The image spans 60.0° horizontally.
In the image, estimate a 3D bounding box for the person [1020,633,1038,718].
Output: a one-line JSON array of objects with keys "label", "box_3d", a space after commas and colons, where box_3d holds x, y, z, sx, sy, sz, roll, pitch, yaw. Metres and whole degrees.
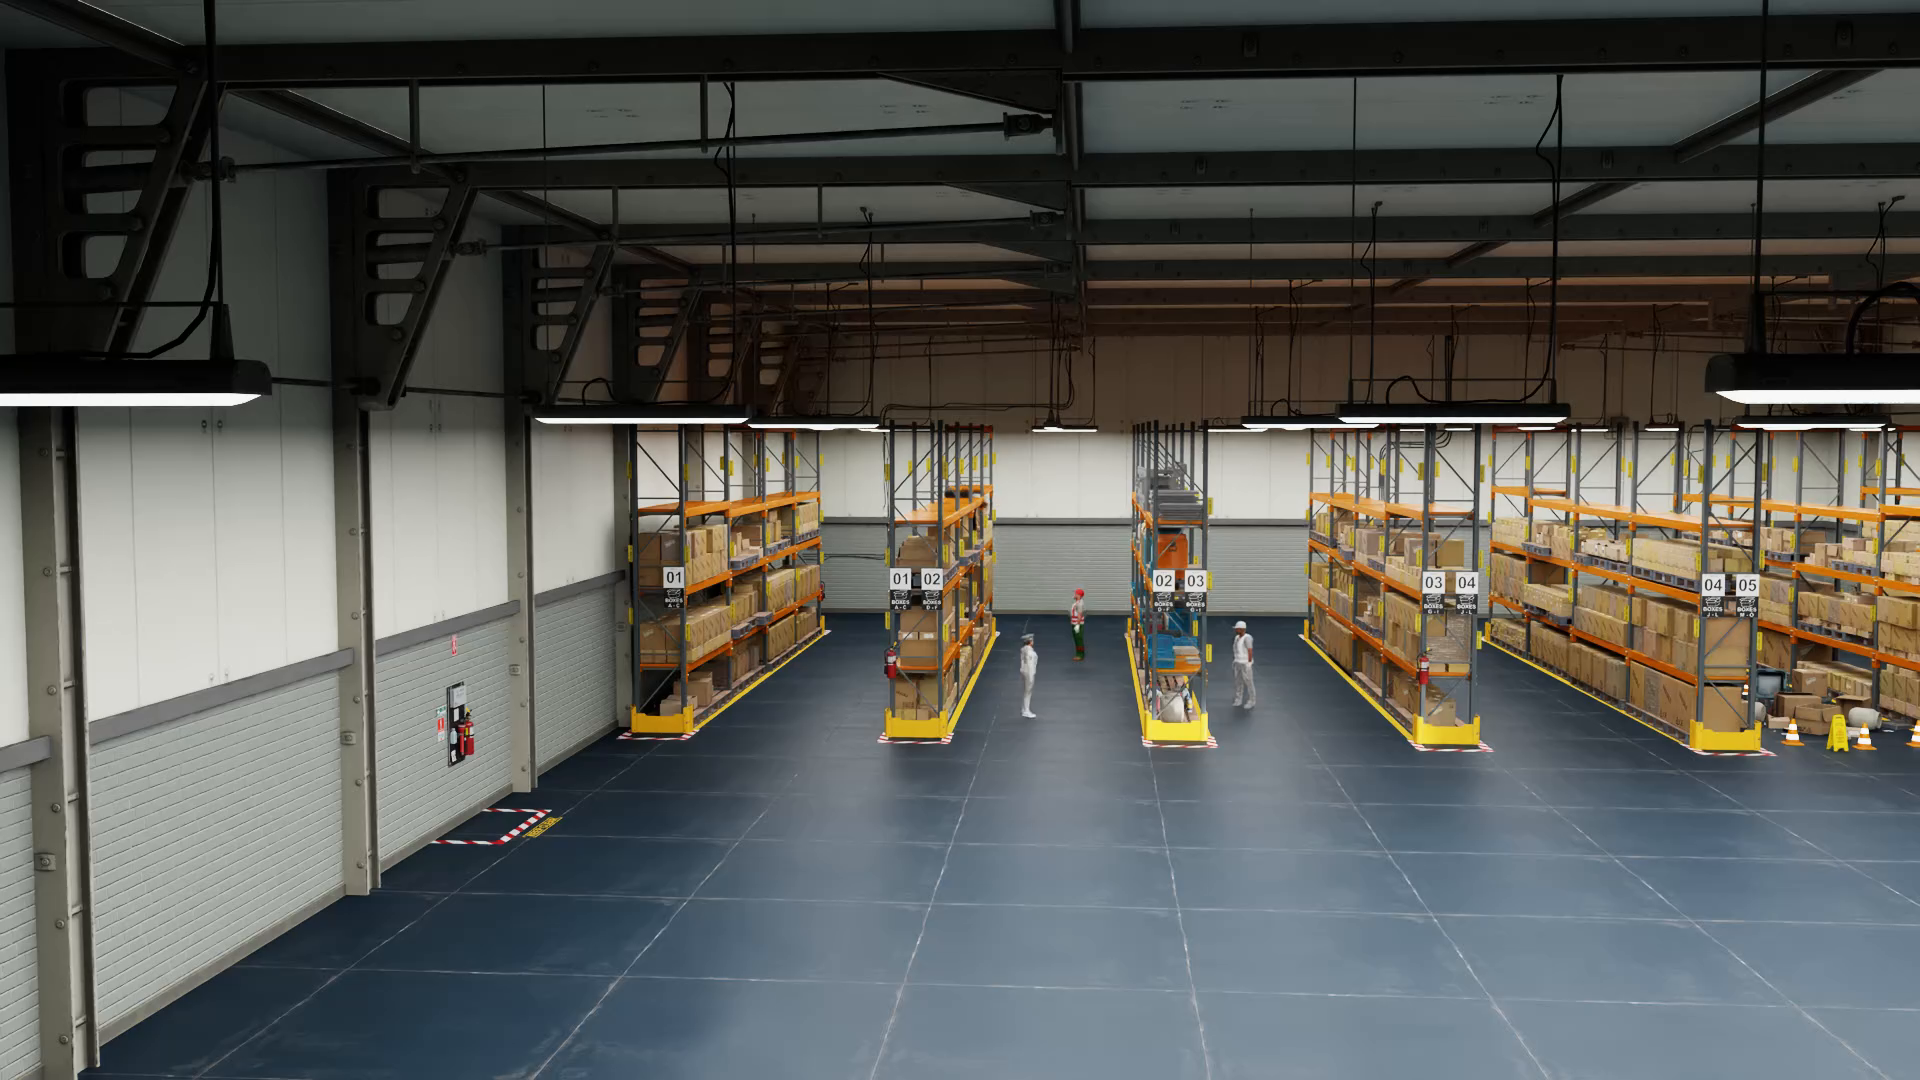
[{"label": "person", "box_3d": [1.410, 2.753, 33.762, 0.389, 1.722, 0.523, -1, 4, -18]}]

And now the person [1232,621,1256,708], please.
[{"label": "person", "box_3d": [5.941, 2.615, 35.059, 0.429, 1.809, 0.589, -2, 4, -23]}]

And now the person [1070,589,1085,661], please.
[{"label": "person", "box_3d": [2.914, 2.105, 41.263, 0.360, 1.793, 0.613, -1, 4, -17]}]
